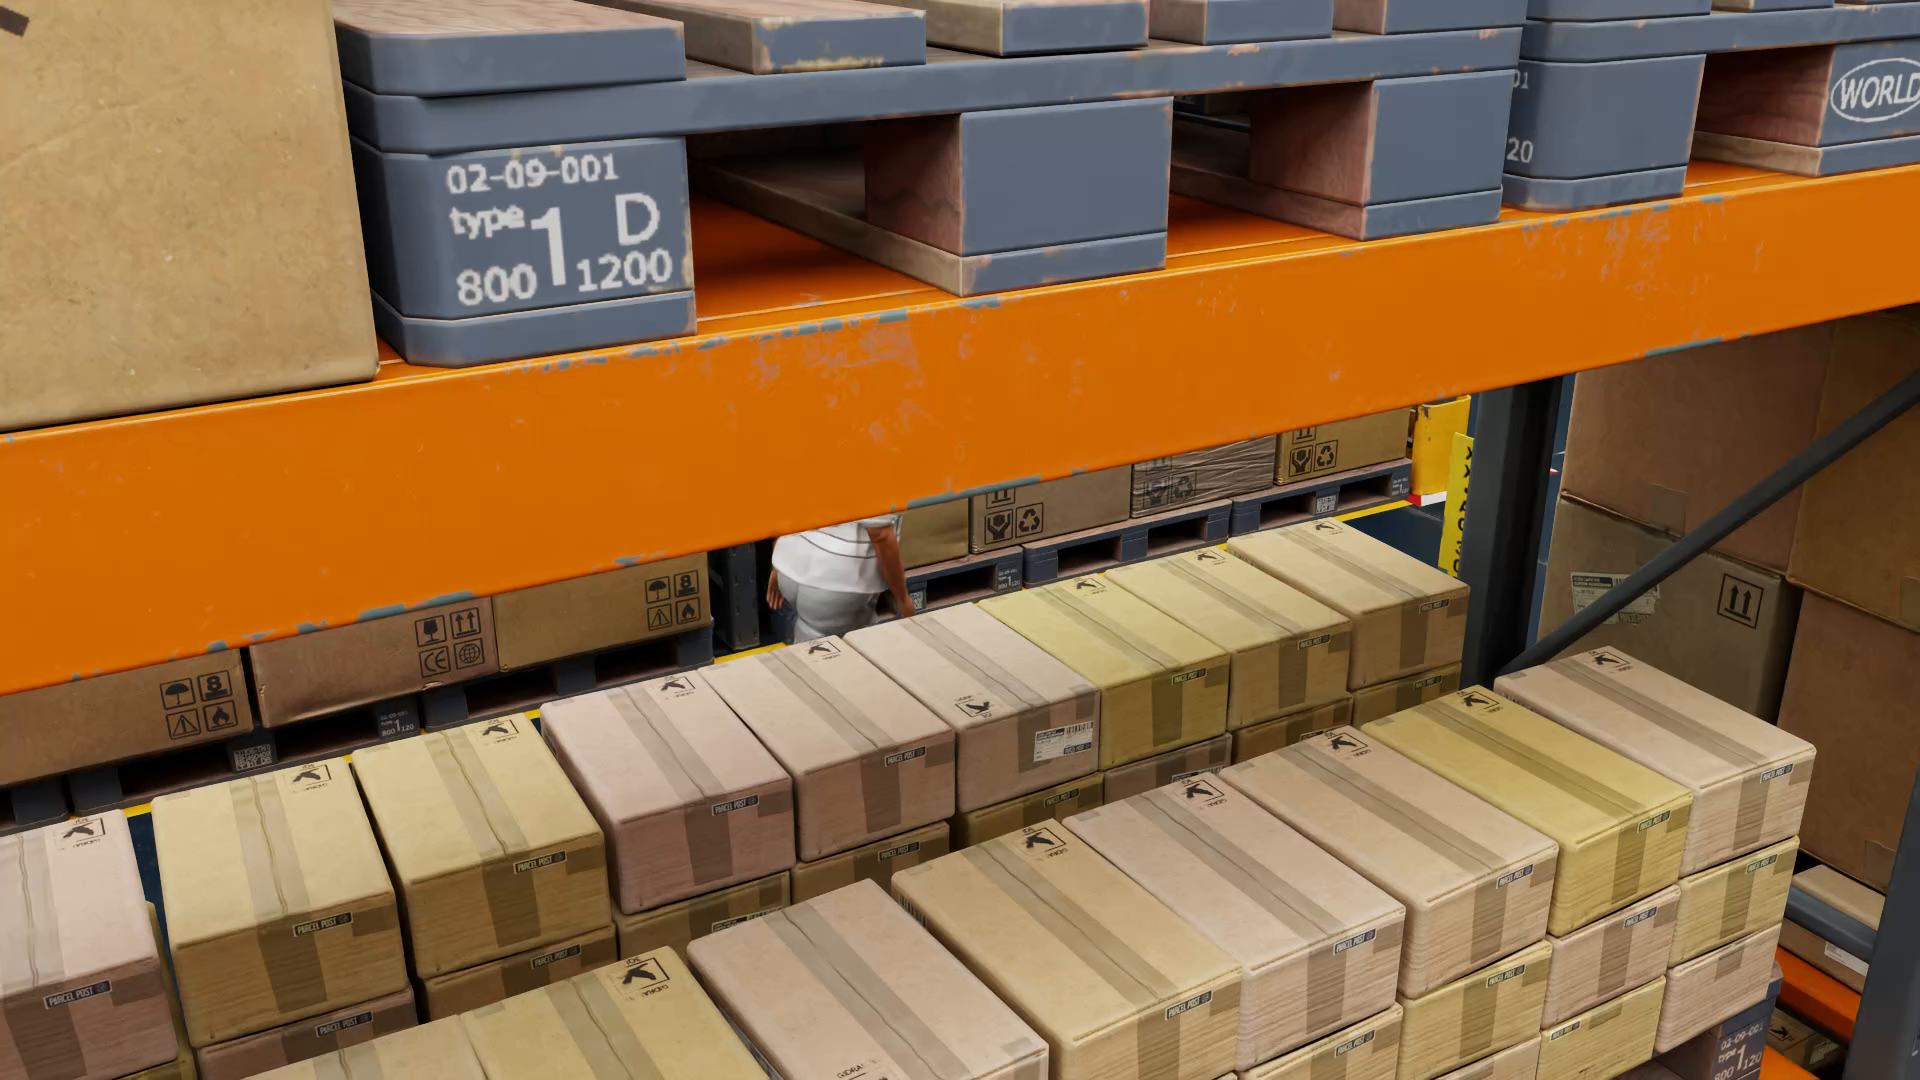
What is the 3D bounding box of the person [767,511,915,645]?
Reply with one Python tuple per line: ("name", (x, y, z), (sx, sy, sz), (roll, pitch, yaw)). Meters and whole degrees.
("person", (-0.370, 0.128, 5.757), (0.963, 1.598, 0.506), (-14, 26, -30))
